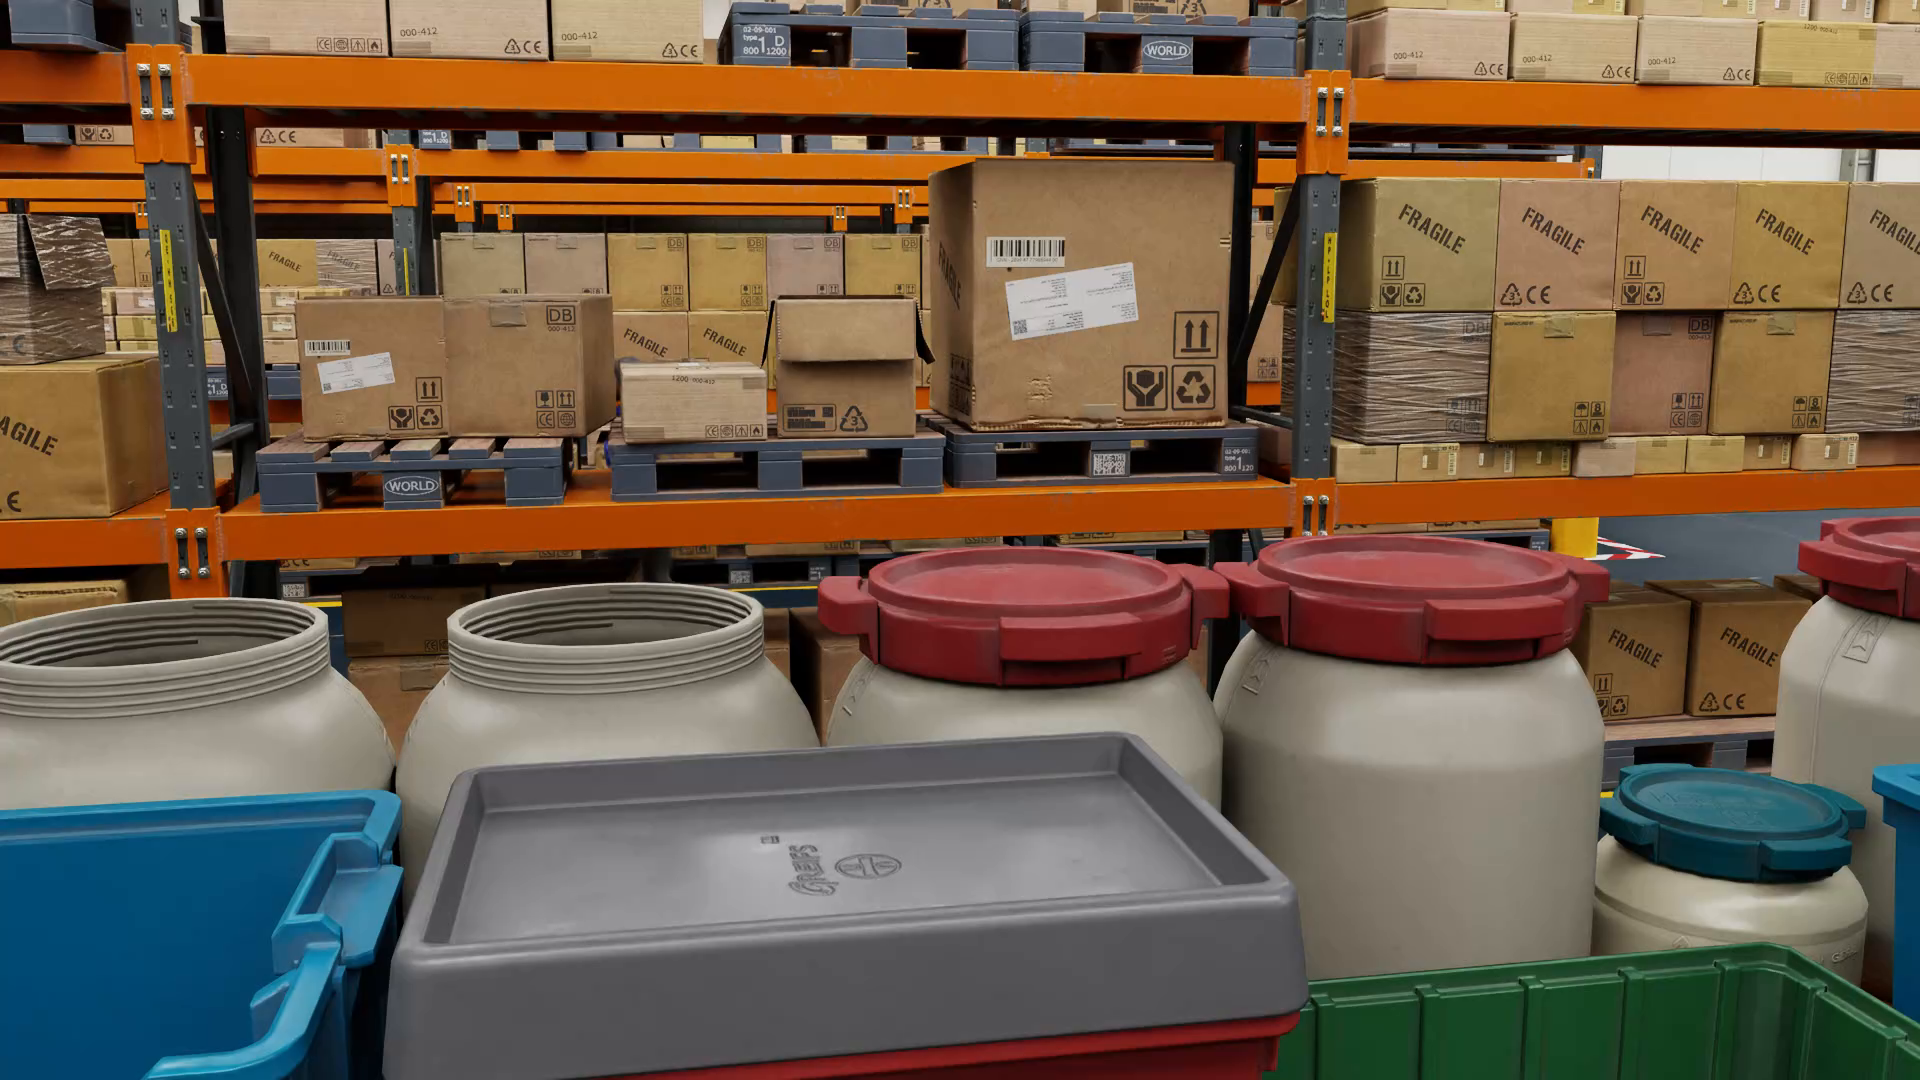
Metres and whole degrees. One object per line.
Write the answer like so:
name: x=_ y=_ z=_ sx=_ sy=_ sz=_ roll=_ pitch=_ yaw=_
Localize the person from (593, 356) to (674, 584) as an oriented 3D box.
person: x=-1.648 y=-0.084 z=8.500 sx=0.609 sy=1.706 sz=0.494 roll=0 pitch=10 yaw=-1
